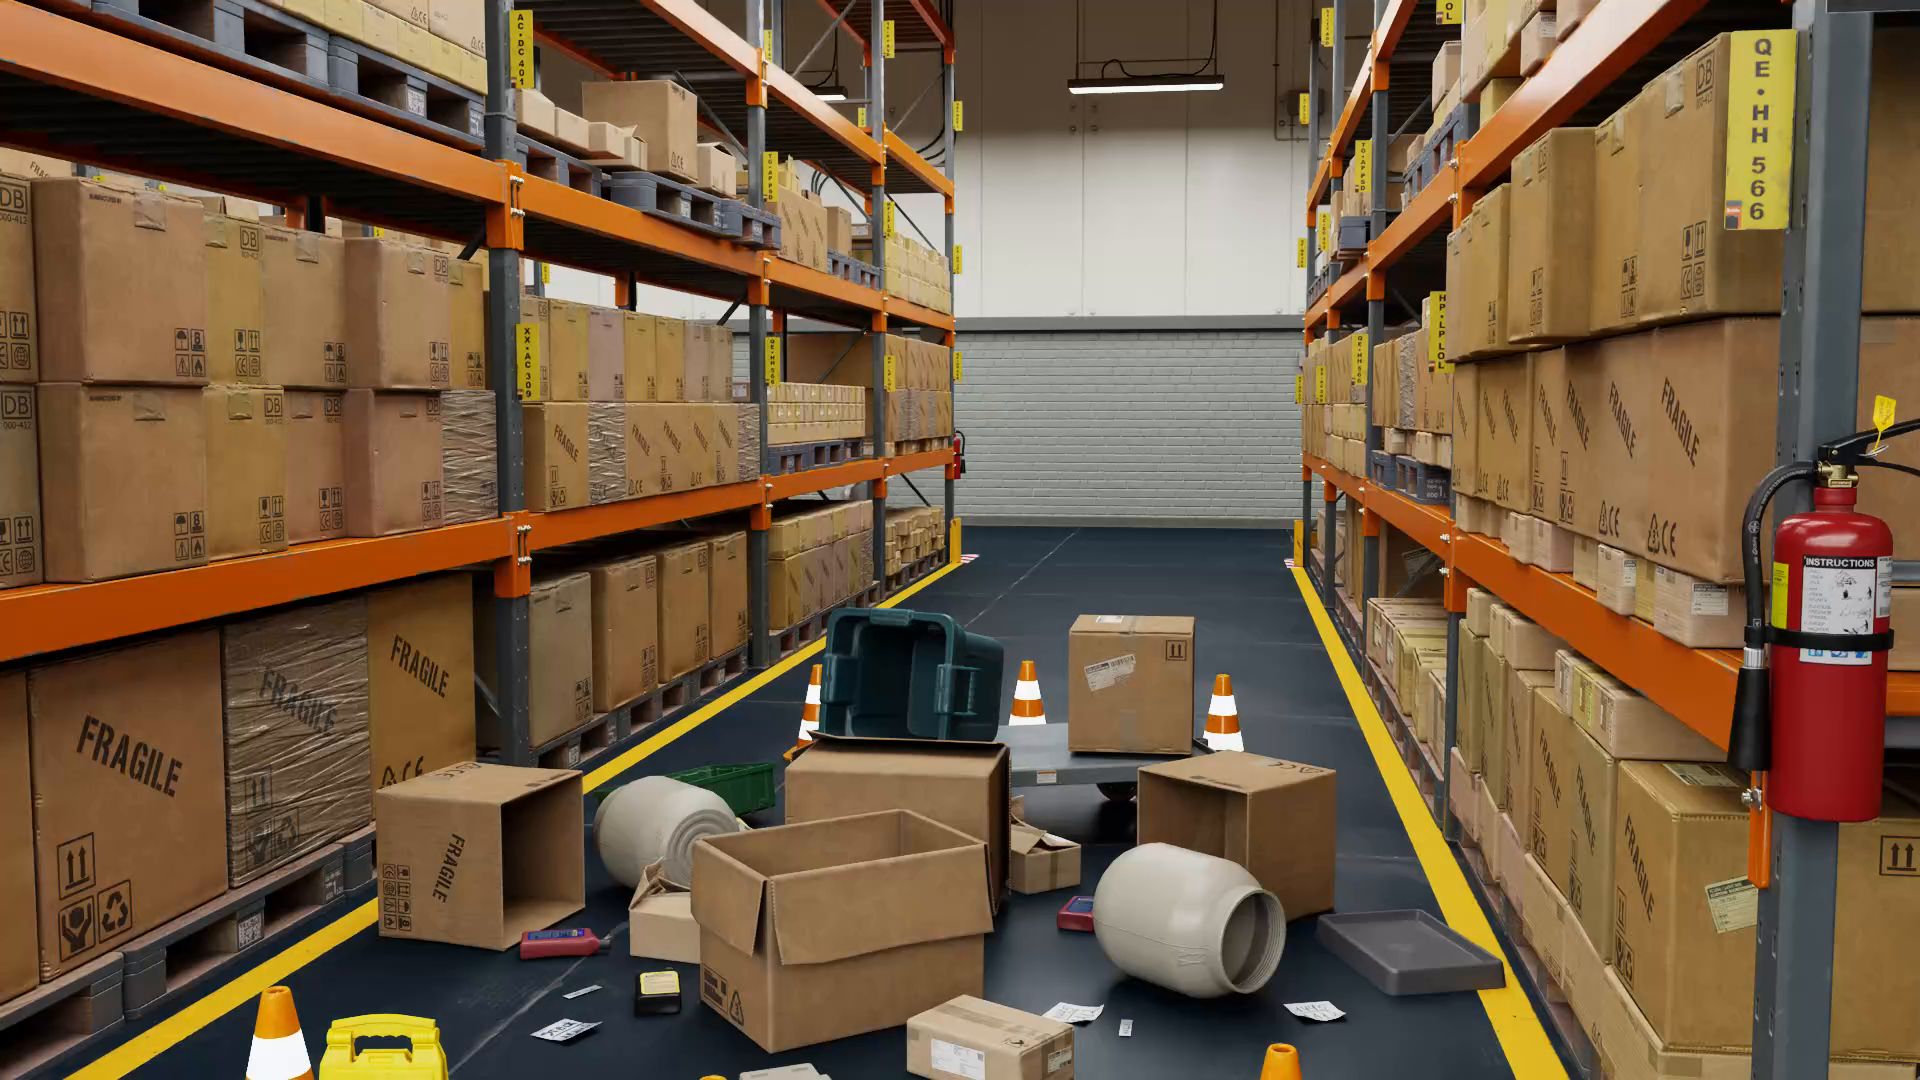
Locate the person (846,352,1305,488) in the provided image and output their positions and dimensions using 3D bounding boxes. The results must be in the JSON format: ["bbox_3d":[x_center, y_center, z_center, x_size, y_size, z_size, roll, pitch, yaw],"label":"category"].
[{"bbox_3d":[1.261,-1.310,13.661,12.306,2.400,19.130,-1,5,-11],"label":"person"}]
